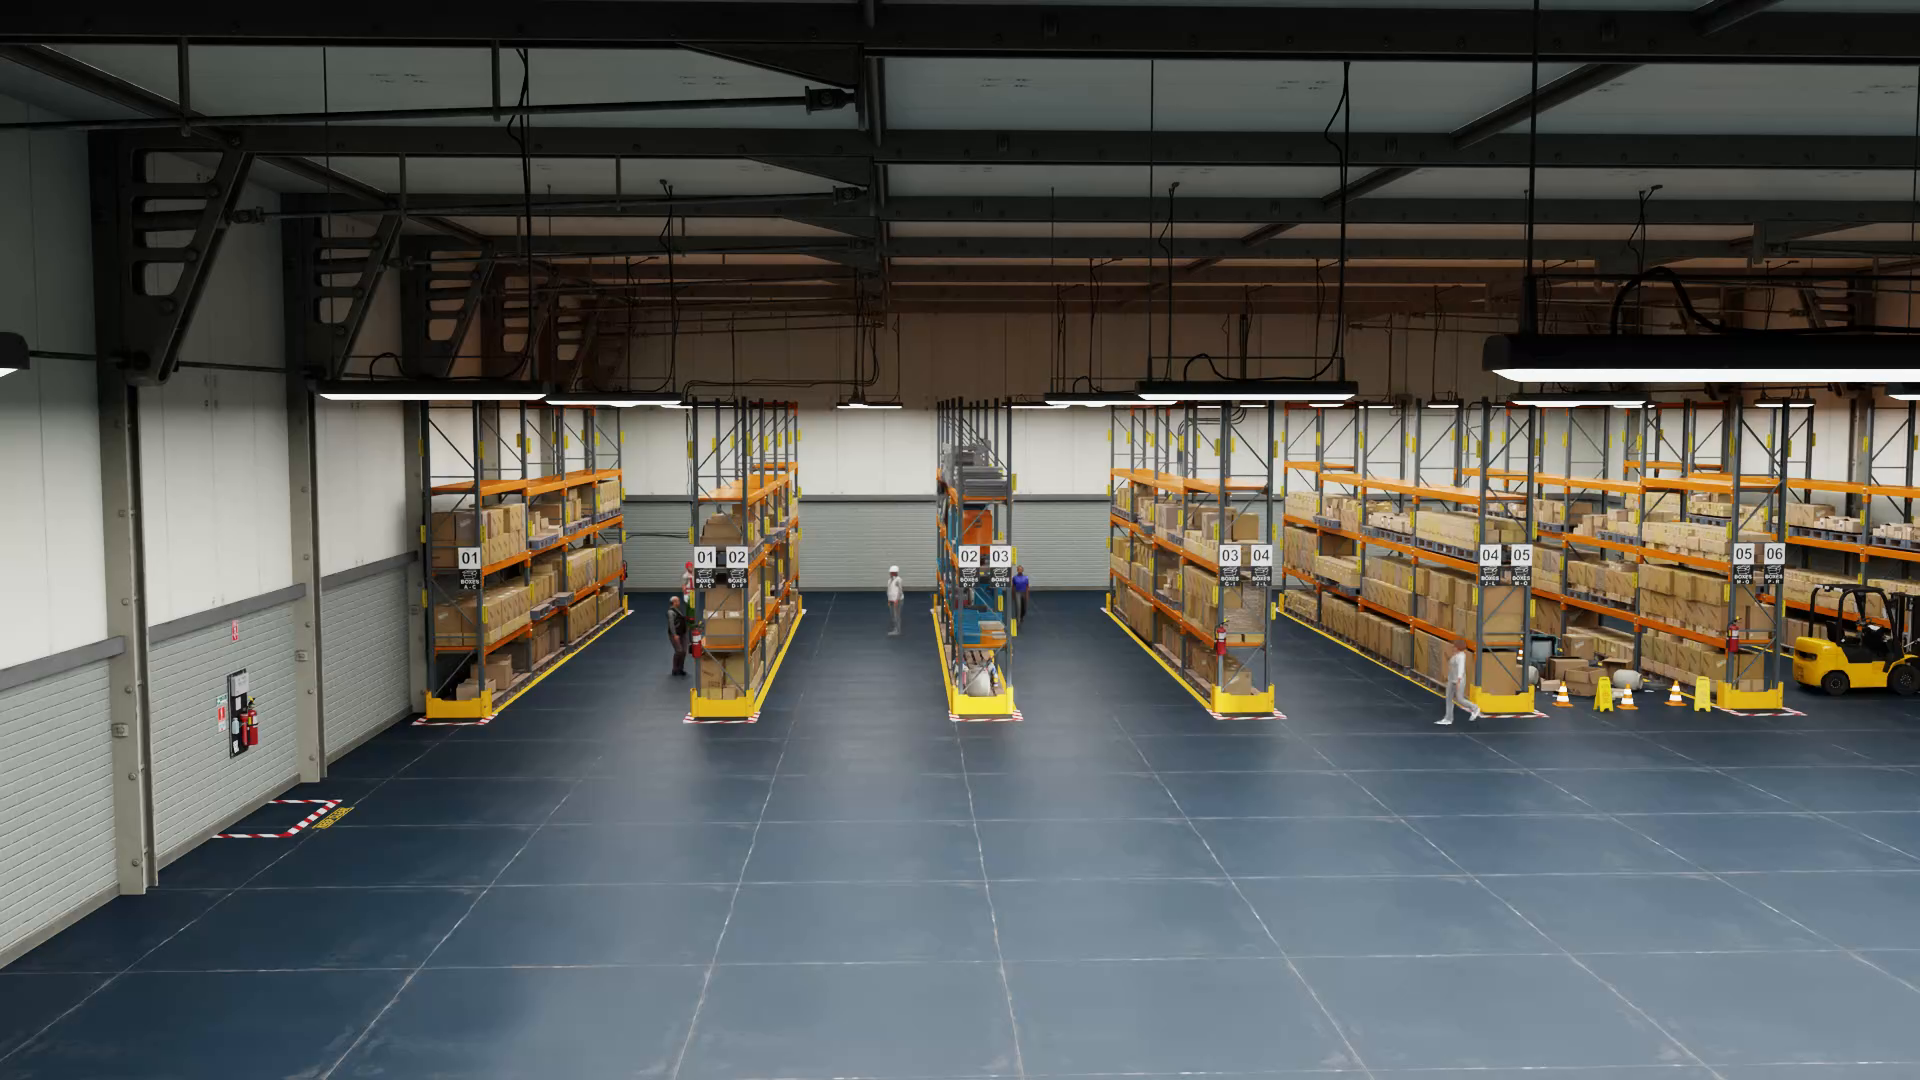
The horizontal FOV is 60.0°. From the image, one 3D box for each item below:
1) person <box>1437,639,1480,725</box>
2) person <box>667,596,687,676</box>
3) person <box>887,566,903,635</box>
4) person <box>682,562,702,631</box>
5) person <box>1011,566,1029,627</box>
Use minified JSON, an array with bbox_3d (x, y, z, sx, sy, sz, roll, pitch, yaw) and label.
[{"bbox_3d":[9.120,2.589,30.354,0.760,1.571,0.406,-2,5,-23],"label":"person"},{"bbox_3d":[-6.148,2.112,36.246,0.452,1.776,0.550,3,5,30],"label":"person"},{"bbox_3d":[-1.690,1.544,42.514,0.420,1.782,0.548,-3,5,-33],"label":"person"},{"bbox_3d":[-6.976,1.464,43.526,0.558,1.789,0.560,1,4,9],"label":"person"},{"bbox_3d":[1.613,1.482,44.448,0.453,1.603,0.951,-1,4,-8],"label":"person"}]
